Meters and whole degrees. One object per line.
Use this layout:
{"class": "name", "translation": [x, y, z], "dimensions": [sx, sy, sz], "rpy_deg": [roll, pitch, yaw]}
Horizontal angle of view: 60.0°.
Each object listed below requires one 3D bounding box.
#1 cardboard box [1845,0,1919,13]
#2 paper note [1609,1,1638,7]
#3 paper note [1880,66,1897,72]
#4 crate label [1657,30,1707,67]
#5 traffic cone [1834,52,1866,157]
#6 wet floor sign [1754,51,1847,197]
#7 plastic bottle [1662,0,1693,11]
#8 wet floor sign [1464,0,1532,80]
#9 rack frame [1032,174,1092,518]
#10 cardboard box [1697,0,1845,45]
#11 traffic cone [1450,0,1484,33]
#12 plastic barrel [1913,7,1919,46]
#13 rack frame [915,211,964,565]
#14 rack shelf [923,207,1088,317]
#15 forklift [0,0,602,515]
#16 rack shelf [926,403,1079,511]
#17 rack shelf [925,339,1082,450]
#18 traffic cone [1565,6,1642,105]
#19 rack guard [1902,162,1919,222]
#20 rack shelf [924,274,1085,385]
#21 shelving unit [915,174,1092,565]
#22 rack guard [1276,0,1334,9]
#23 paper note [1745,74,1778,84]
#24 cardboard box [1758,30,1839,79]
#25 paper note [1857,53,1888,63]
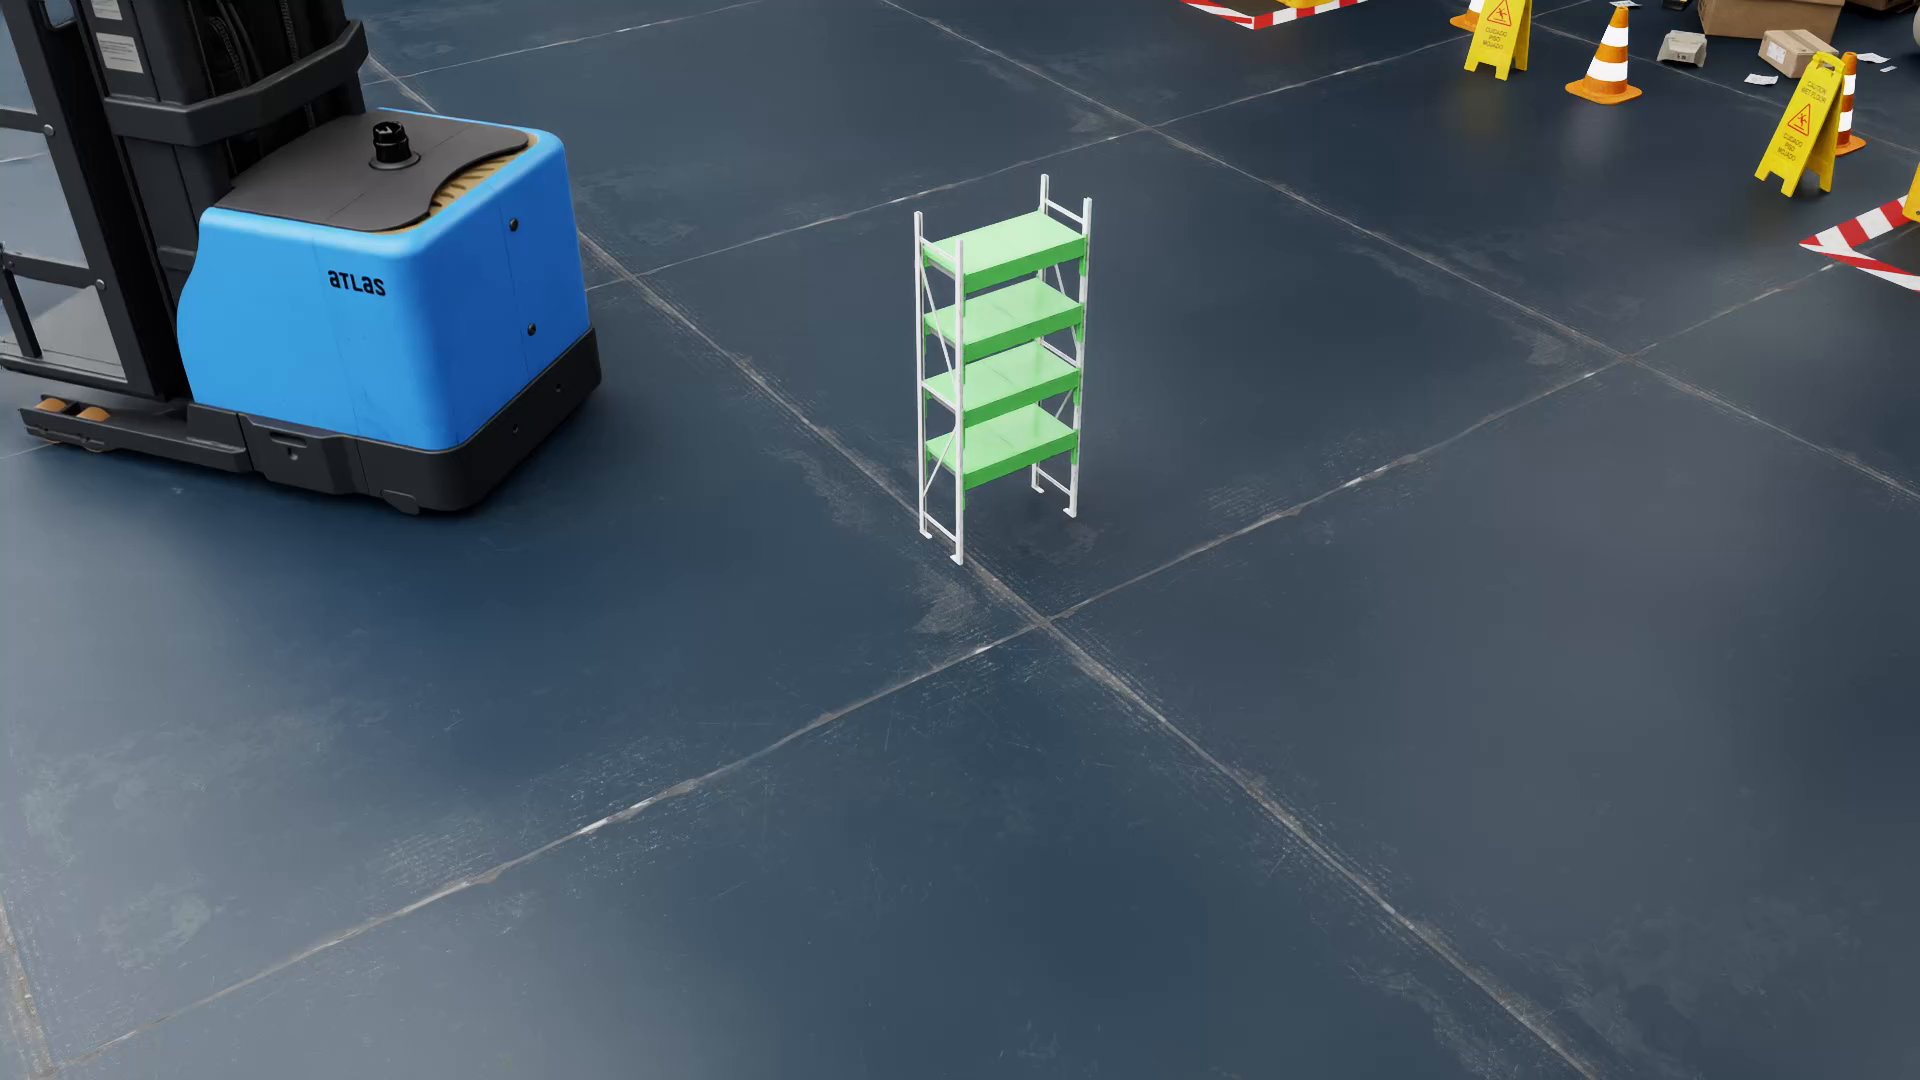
{"class": "cardboard box", "translation": [5.604, -3.682, 10.323], "dimensions": [0.503, 0.637, 0.797], "rpy_deg": [-22, 41, -28]}
{"class": "paper note", "translation": [4.159, -3.349, 10.381], "dimensions": [0.142, 0.017, 0.144], "rpy_deg": [-9, 37, -12]}
{"class": "paper note", "translation": [5.289, -2.683, 9.472], "dimensions": [0.123, 0.001, 0.032], "rpy_deg": [-22, 41, -28]}
{"class": "crate label", "translation": [4.165, -2.831, 9.569], "dimensions": [0.250, 0.136, 0.298], "rpy_deg": [15, 38, 20]}
{"class": "traffic cone", "translation": [4.476, -2.254, 8.487], "dimensions": [0.334, 0.463, 0.336], "rpy_deg": [-22, 41, -28]}
{"class": "wet floor sign", "translation": [4.096, -2.014, 7.998], "dimensions": [0.232, 0.644, 0.267], "rpy_deg": [-9, 37, -12]}
{"class": "plastic bottle", "translation": [4.505, -3.387, 10.407], "dimensions": [0.133, 0.061, 0.283], "rpy_deg": [22, 41, 28]}
{"class": "wet floor sign", "translation": [3.050, -2.941, 9.287], "dimensions": [0.267, 0.644, 0.232], "rpy_deg": [30, 45, 35]}
{"class": "rack frame", "translation": [0.335, -0.625, 5.591], "dimensions": [0.015, 1.200, 0.240], "rpy_deg": [-22, 41, -28]}
{"class": "cardboard box", "translation": [4.845, -3.309, 9.920], "dimensions": [0.797, 0.503, 0.637], "rpy_deg": [9, 37, 12]}
{"class": "traffic cone", "translation": [3.185, -3.323, 9.974], "dimensions": [0.334, 0.463, 0.336], "rpy_deg": [-22, 41, -28]}
{"class": "plastic barrel", "translation": [5.684, -2.895, 9.412], "dimensions": [0.421, 0.421, 0.512], "rpy_deg": [3, 36, 4]}
{"class": "rack frame", "translation": [-0.064, -0.461, 5.363], "dimensions": [0.015, 1.200, 0.240], "rpy_deg": [-22, 41, -28]}
{"class": "rack shelf", "translation": [0.135, -0.881, 5.234], "dimensions": [0.480, 0.148, 0.258], "rpy_deg": [-22, 41, -28]}
{"class": "forklift", "translation": [-2.973, -1.794, 5.734], "dimensions": [3.031, 2.935, 1.130], "rpy_deg": [11, 37, 15]}
{"class": "rack shelf", "translation": [0.135, -0.296, 5.655], "dimensions": [0.480, 0.148, 0.258], "rpy_deg": [-22, 41, -28]}
{"class": "rack shelf", "translation": [0.135, -0.491, 5.514], "dimensions": [0.480, 0.148, 0.258], "rpy_deg": [-22, 41, -28]}
{"class": "traffic cone", "translation": [3.558, -2.669, 9.065], "dimensions": [0.334, 0.463, 0.336], "rpy_deg": [-22, 41, -28]}
{"class": "rack guard", "translation": [4.930, -1.534, 7.455], "dimensions": [0.348, 0.500, 1.175], "rpy_deg": [-22, 41, -28]}
{"class": "rack shelf", "translation": [0.135, -0.686, 5.374], "dimensions": [0.480, 0.148, 0.258], "rpy_deg": [-22, 41, -28]}
{"class": "shelving unit", "translation": [0.135, -0.543, 5.477], "dimensions": [0.503, 1.200, 0.258], "rpy_deg": [-22, 41, -28]}
{"class": "rack guard", "translation": [1.914, -3.829, 10.645], "dimensions": [0.348, 0.500, 1.175], "rpy_deg": [-22, 41, -28]}
{"class": "paper note", "translation": [4.493, -2.586, 9.319], "dimensions": [0.148, 0.019, 0.142], "rpy_deg": [22, 41, 28]}
{"class": "cardboard box", "translation": [4.775, -2.771, 9.475], "dimensions": [0.250, 0.149, 0.380], "rpy_deg": [-3, 36, -4]}
{"class": "paper note", "translation": [5.274, -2.795, 9.620], "dimensions": [0.142, 0.019, 0.148], "rpy_deg": [-9, 37, -12]}
